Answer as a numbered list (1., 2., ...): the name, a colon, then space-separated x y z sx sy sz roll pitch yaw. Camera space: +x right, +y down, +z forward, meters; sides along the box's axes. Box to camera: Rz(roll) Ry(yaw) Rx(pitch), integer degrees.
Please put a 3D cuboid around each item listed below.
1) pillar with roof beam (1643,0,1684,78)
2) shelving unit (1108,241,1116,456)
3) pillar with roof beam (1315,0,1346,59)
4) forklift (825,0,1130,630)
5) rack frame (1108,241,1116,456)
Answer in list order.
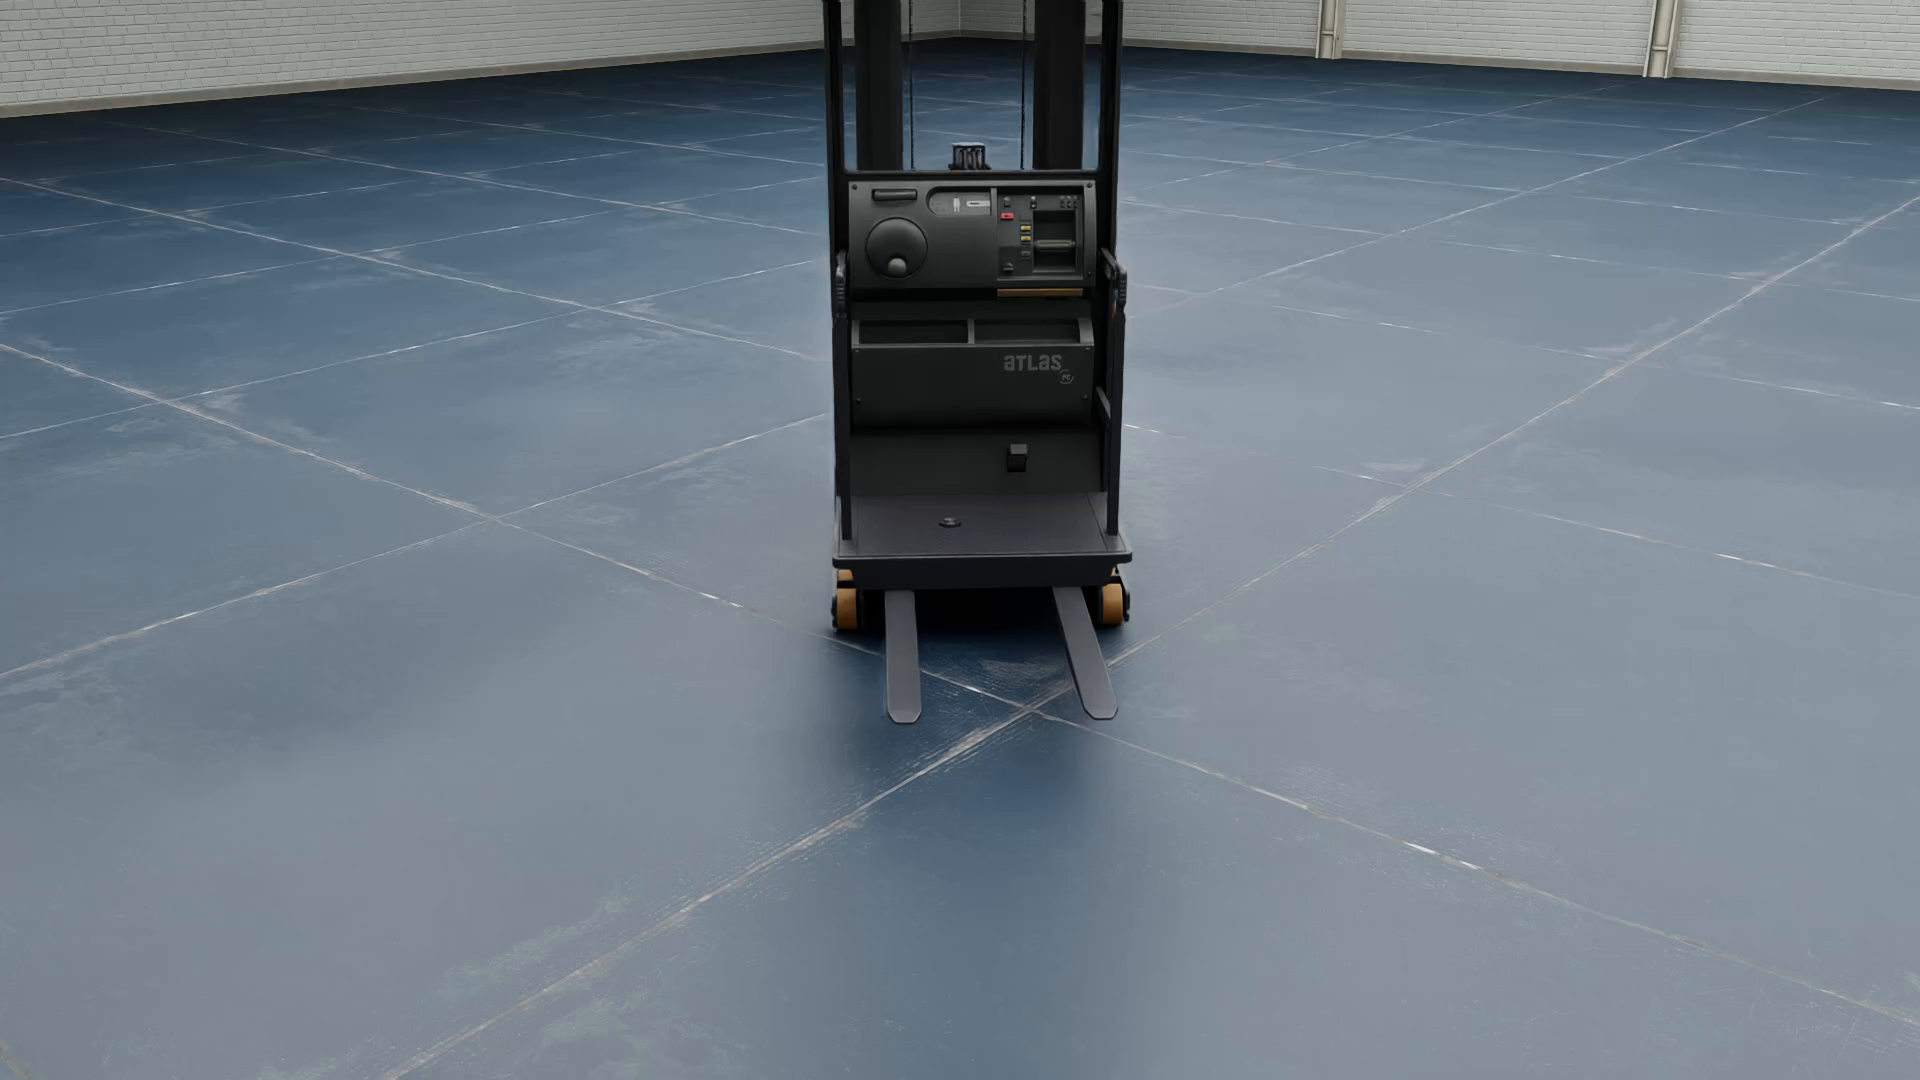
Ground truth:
1. pillar with roof beam: 8.796 -10.681 22.739 0.400 9.000 9.100 16 26 36
2. shelving unit: 0.573 -0.896 7.844 0.258 1.200 0.189 9 22 22
3. pillar with roof beam: 4.148 -12.020 26.289 0.400 9.000 9.100 16 26 36
4. forklift: 0.060 -1.145 6.051 1.130 2.935 3.031 -1 21 -3
5. rack frame: 0.610 -0.926 7.923 0.240 1.200 0.006 9 22 22
